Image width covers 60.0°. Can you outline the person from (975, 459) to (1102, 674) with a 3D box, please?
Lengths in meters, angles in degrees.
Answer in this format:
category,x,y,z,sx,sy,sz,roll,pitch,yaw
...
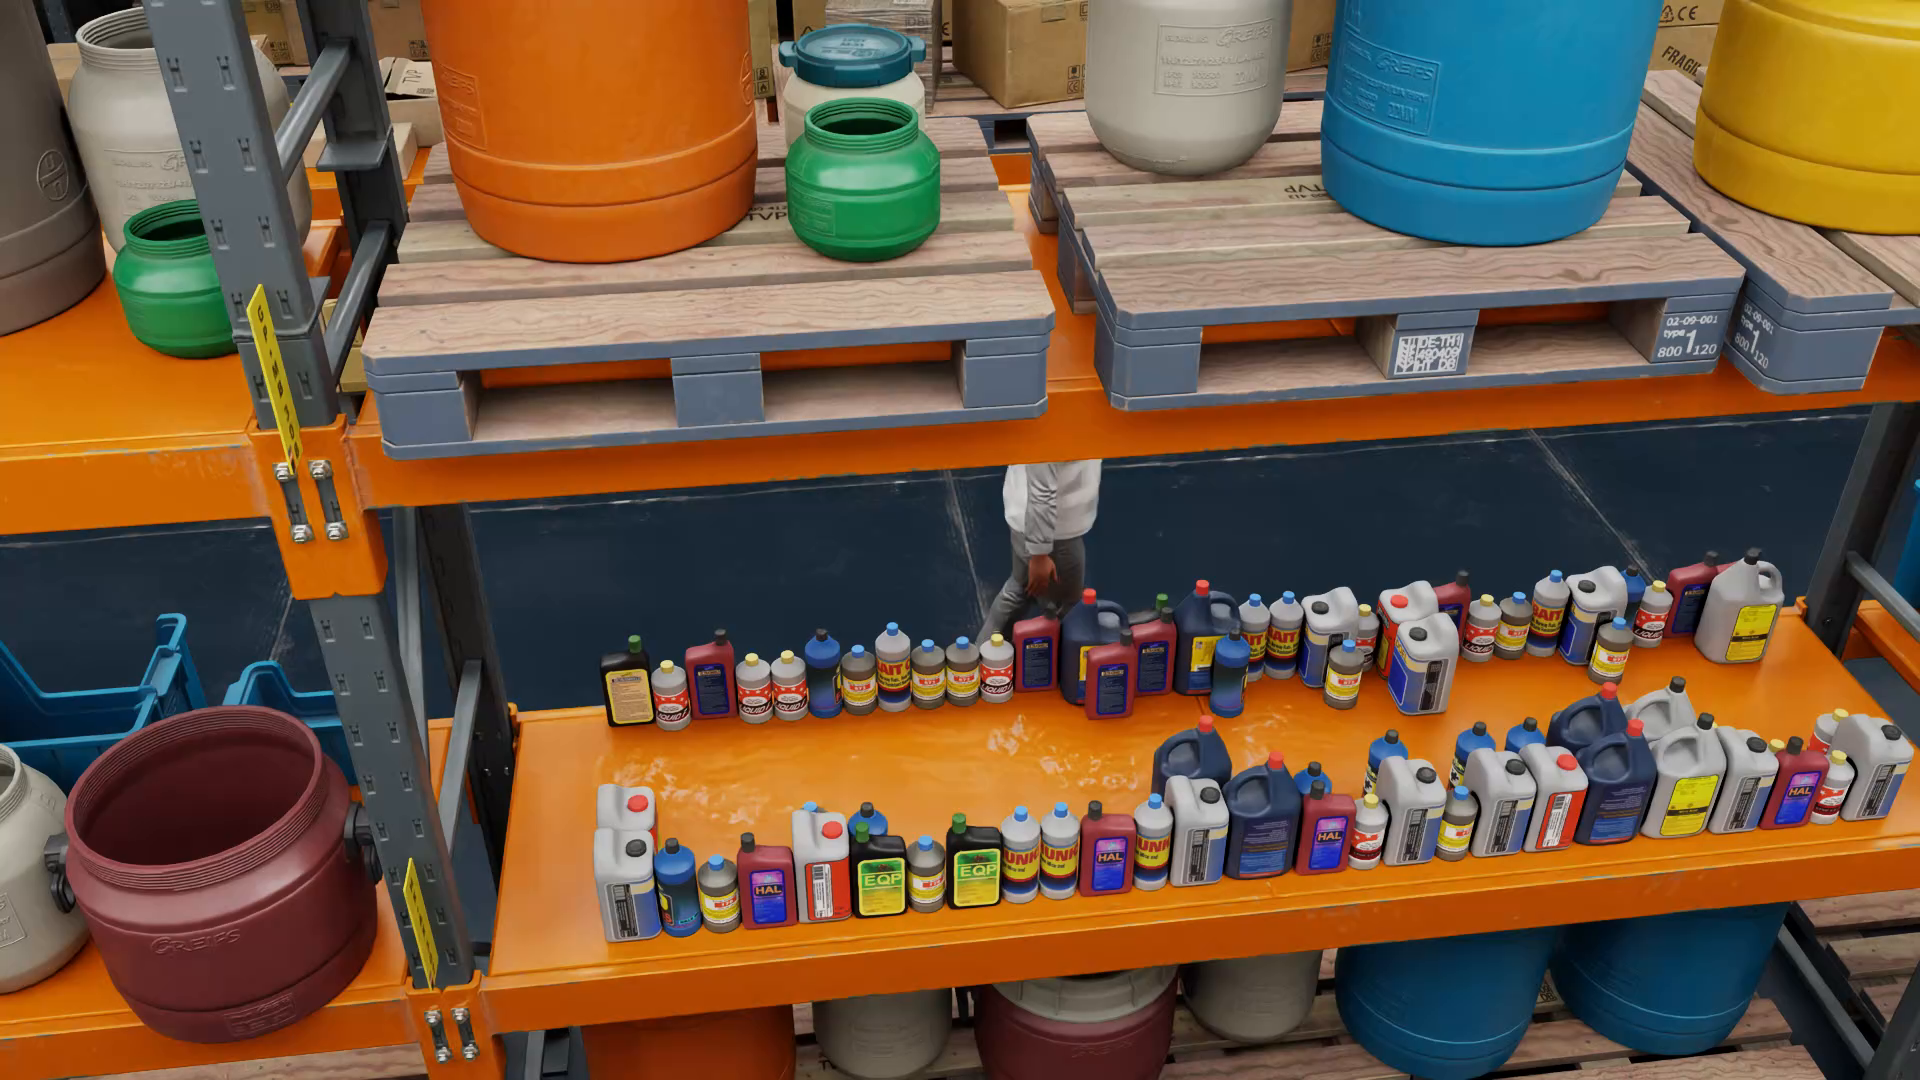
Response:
category,x,y,z,sx,sy,sz,roll,pitch,yaw
person,0.342,-0.091,6.228,0.583,1.775,0.639,0,35,0
